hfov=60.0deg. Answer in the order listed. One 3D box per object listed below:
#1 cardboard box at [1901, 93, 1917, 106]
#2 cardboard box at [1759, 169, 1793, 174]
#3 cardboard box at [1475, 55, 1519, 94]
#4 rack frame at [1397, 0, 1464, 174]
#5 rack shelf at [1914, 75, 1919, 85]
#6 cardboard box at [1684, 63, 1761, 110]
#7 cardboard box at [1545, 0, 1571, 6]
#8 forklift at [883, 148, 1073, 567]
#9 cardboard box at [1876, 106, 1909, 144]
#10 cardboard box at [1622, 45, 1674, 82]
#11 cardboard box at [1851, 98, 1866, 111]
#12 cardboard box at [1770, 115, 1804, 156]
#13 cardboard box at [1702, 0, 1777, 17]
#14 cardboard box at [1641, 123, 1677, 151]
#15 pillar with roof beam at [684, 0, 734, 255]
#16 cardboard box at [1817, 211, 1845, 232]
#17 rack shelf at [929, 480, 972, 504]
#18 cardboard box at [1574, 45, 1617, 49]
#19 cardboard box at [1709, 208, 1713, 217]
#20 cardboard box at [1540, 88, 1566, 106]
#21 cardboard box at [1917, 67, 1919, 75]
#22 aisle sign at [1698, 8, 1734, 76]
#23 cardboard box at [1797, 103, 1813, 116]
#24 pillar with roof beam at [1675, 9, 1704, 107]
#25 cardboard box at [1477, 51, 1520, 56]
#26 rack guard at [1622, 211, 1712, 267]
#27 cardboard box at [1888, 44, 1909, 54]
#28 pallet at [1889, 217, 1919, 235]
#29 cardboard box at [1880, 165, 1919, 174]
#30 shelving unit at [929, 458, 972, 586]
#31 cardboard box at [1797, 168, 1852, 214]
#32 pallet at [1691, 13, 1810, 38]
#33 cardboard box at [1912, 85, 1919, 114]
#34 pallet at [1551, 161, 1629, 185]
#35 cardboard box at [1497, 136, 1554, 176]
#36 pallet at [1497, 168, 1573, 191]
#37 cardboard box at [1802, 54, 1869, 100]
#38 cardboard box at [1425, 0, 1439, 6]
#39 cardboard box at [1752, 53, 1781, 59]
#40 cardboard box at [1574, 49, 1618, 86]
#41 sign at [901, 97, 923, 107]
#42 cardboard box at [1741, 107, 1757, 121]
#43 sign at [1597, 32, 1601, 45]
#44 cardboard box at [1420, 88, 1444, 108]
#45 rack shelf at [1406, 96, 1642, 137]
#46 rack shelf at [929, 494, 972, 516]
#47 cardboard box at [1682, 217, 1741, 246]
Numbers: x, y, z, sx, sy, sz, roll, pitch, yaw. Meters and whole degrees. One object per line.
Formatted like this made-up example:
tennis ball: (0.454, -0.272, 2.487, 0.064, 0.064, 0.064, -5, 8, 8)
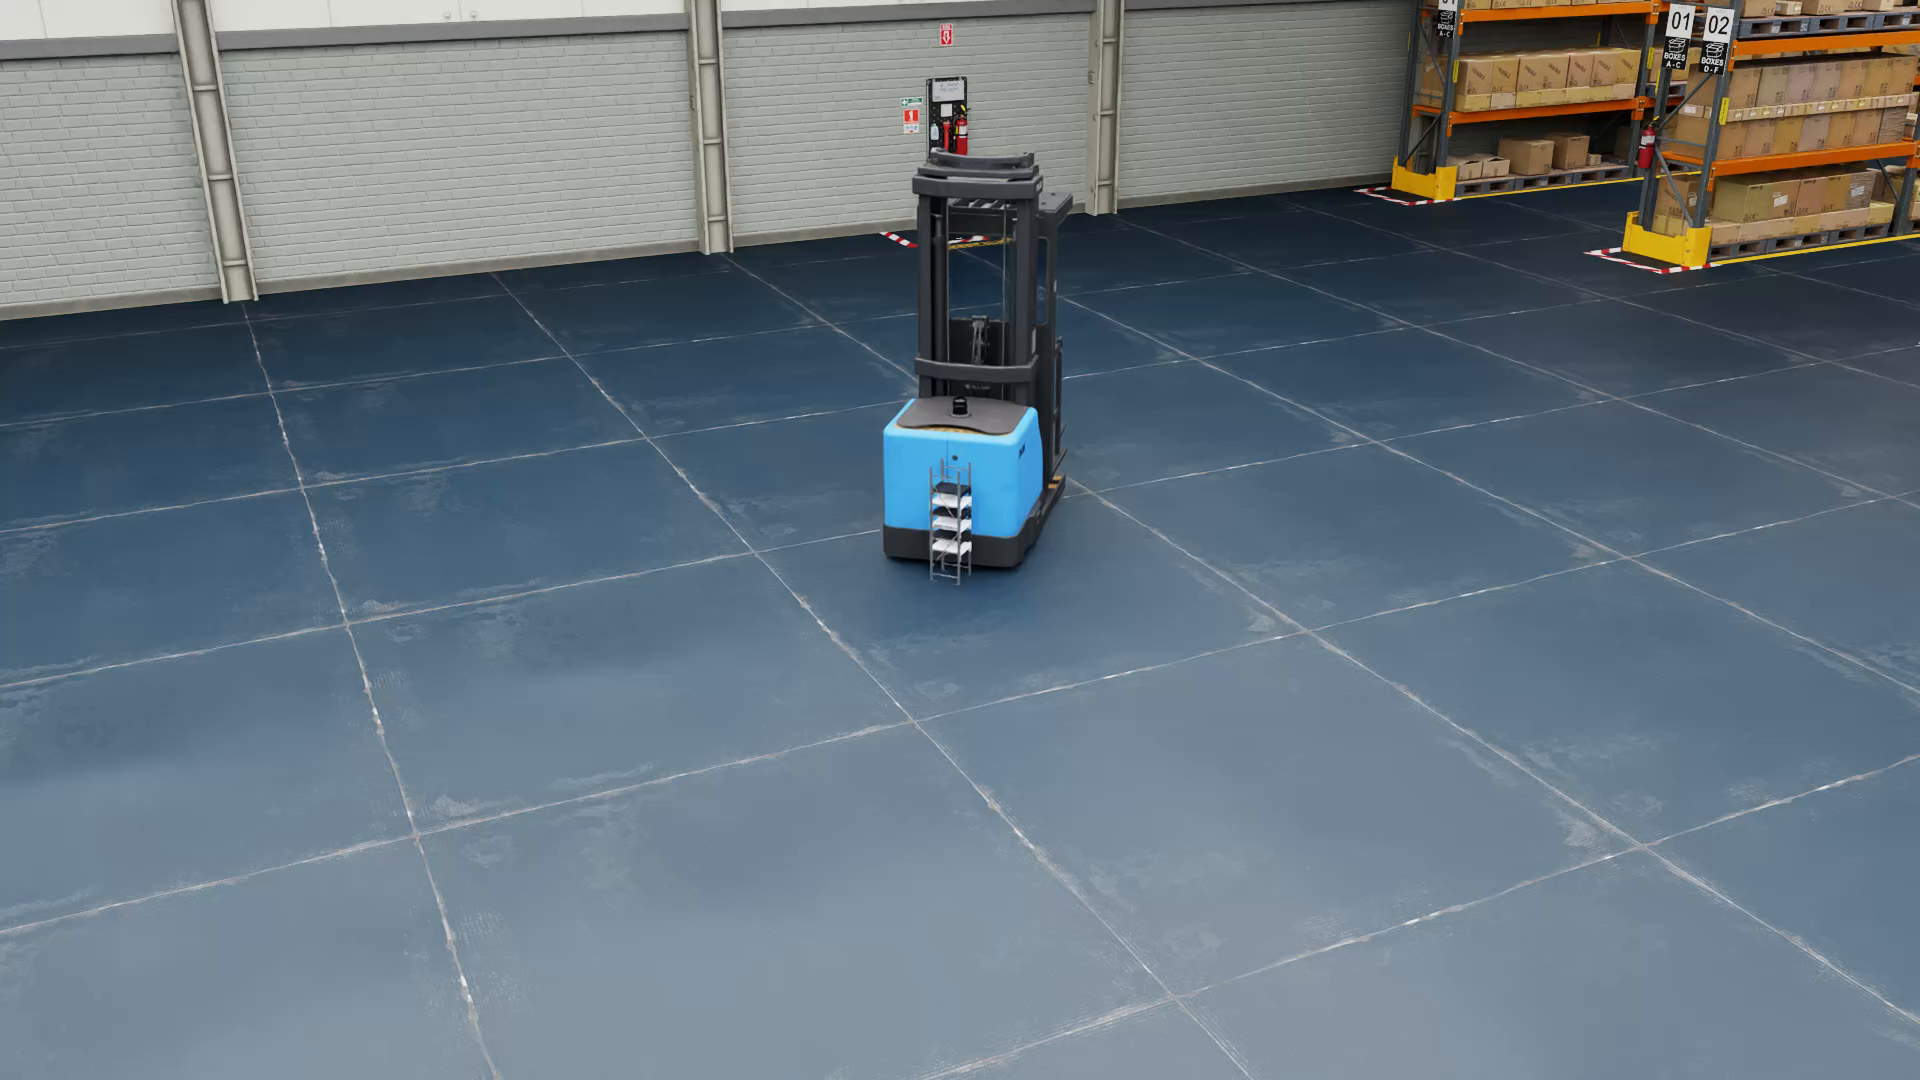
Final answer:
cardboard box: (12.860, -6.058, 22.808, 0.250, 0.149, 0.380, -10, 25, -24)
cardboard box: (11.108, -4.883, 23.013, 0.500, 0.500, 0.500, -10, 25, -24)
cardboard box: (8.267, -7.215, 25.771, 0.500, 0.500, 0.500, -10, 25, -23)
rack frame: (7.256, -6.874, 25.758, 0.127, 3.000, 1.000, -10, 25, -24)
rack shelf: (16.267, -8.201, 29.903, 4.000, 0.370, 1.077, -10, 25, -24)
cardboard box: (9.882, -5.895, 21.566, 0.500, 0.500, 0.700, -10, 25, -23)
cardboard box: (9.105, -8.546, 25.717, 0.500, 0.500, 0.500, -9, 24, -20)
forklift: (0.268, -1.686, 13.313, 1.130, 2.935, 3.031, 5, 23, 13)
cardboard box: (12.615, -5.802, 23.036, 0.500, 0.500, 0.700, -11, 25, -25)
cardboard box: (11.334, -7.860, 27.434, 0.500, 0.500, 0.700, -10, 25, -23)
cardboard box: (11.943, -5.890, 22.402, 0.250, 0.149, 0.380, -11, 25, -24)
cardboard box: (10.755, -5.456, 22.202, 0.500, 0.500, 0.700, -10, 25, -23)
cardboard box: (9.928, -6.954, 21.162, 0.637, 0.503, 0.797, -9, 24, -20)
cardboard box: (11.961, -6.817, 28.313, 0.500, 0.500, 0.700, -11, 25, -25)
pillar with roof beam: (-1.434, -6.586, 17.219, 0.400, 9.000, 9.100, -10, 25, -24)
cardboard box: (11.790, -4.435, 22.912, 0.500, 0.250, 0.500, -10, 25, -24)
rack shelf: (-0.070, -0.349, 12.122, 0.258, 0.077, 0.200, 9, 24, 21)
cardboard box: (10.347, -7.818, 27.228, 0.500, 0.500, 0.500, -11, 25, -25)
cardboard box: (10.209, -4.369, 22.752, 0.500, 0.250, 0.500, -10, 25, -24)
cardboard box: (9.214, -7.042, 26.334, 0.500, 0.250, 0.500, -10, 25, -23)
cardboard box: (17.205, -8.463, 29.898, 0.250, 0.149, 0.380, -10, 25, -24)
aisle sign: (9.482, -6.253, 20.857, 0.004, 0.787, 0.394, -10, 25, -24)
cardboard box: (11.015, -5.719, 21.988, 0.250, 0.149, 0.380, -11, 25, -24)
pillar with roof beam: (14.786, -9.572, 24.432, 0.400, 9.000, 9.100, -10, 25, -24)
cardboard box: (8.511, -7.480, 26.410, 0.500, 0.500, 0.500, -11, 25, -25)
rack guard: (9.387, -4.009, 22.104, 0.348, 0.500, 1.175, -10, 25, -24)
cardboard box: (16.403, -8.641, 29.481, 0.500, 0.500, 0.500, -10, 24, -22)
pallet: (13.659, -4.679, 24.100, 1.213, 0.211, 1.003, -10, 25, -24)
cardboard box: (13.719, -5.268, 24.192, 0.500, 0.311, 0.500, -10, 24, -22)
shelving unit: (-0.070, -0.131, 12.212, 0.258, 0.900, 0.210, 9, 24, 21)
cardboard box: (11.785, -4.786, 22.779, 0.500, 0.500, 0.500, -10, 25, -24)
pallet: (10.057, -6.621, 21.341, 1.213, 0.211, 1.003, -10, 25, -24)
cardboard box: (17.540, -7.913, 30.529, 0.750, 0.750, 0.750, -10, 25, -23)
pallet: (10.271, -6.126, 27.596, 1.213, 0.211, 1.003, -10, 25, -24)
cardboard box: (9.115, -6.205, 26.835, 0.500, 0.500, 0.700, -12, 25, -27)
pallet: (9.170, -5.922, 27.103, 1.213, 0.211, 1.003, -10, 25, -24)
cardboard box: (11.709, -6.234, 22.385, 0.500, 0.500, 0.700, -10, 25, -24)
cardboard box: (7.523, -8.472, 25.540, 0.500, 0.500, 0.500, -9, 24, -20)
cardboard box: (13.554, -8.267, 28.418, 0.500, 0.500, 0.700, -13, 26, -29)
cardboard box: (10.122, -7.555, 26.591, 0.500, 0.500, 0.500, -11, 25, -24)
sign: (-0.672, -6.099, 23.147, 0.331, 0.109, 0.001, -10, 25, -24)
cardboard box: (10.092, -5.549, 21.578, 0.250, 0.149, 0.380, -11, 25, -25)
sign: (10.617, -8.264, 27.600, 0.005, 0.325, 0.100, -10, 25, -24)
cardboard box: (7.594, -6.959, 26.132, 0.500, 0.250, 0.500, -10, 25, -23)
rack shelf: (9.059, -6.874, 26.697, 4.000, 0.370, 1.077, -10, 25, -24)
rack shelf: (-0.070, -0.266, 12.156, 0.258, 0.077, 0.200, 9, 24, 21)
cardboard box: (9.988, -4.104, 22.111, 0.500, 0.250, 0.500, -10, 25, -24)
